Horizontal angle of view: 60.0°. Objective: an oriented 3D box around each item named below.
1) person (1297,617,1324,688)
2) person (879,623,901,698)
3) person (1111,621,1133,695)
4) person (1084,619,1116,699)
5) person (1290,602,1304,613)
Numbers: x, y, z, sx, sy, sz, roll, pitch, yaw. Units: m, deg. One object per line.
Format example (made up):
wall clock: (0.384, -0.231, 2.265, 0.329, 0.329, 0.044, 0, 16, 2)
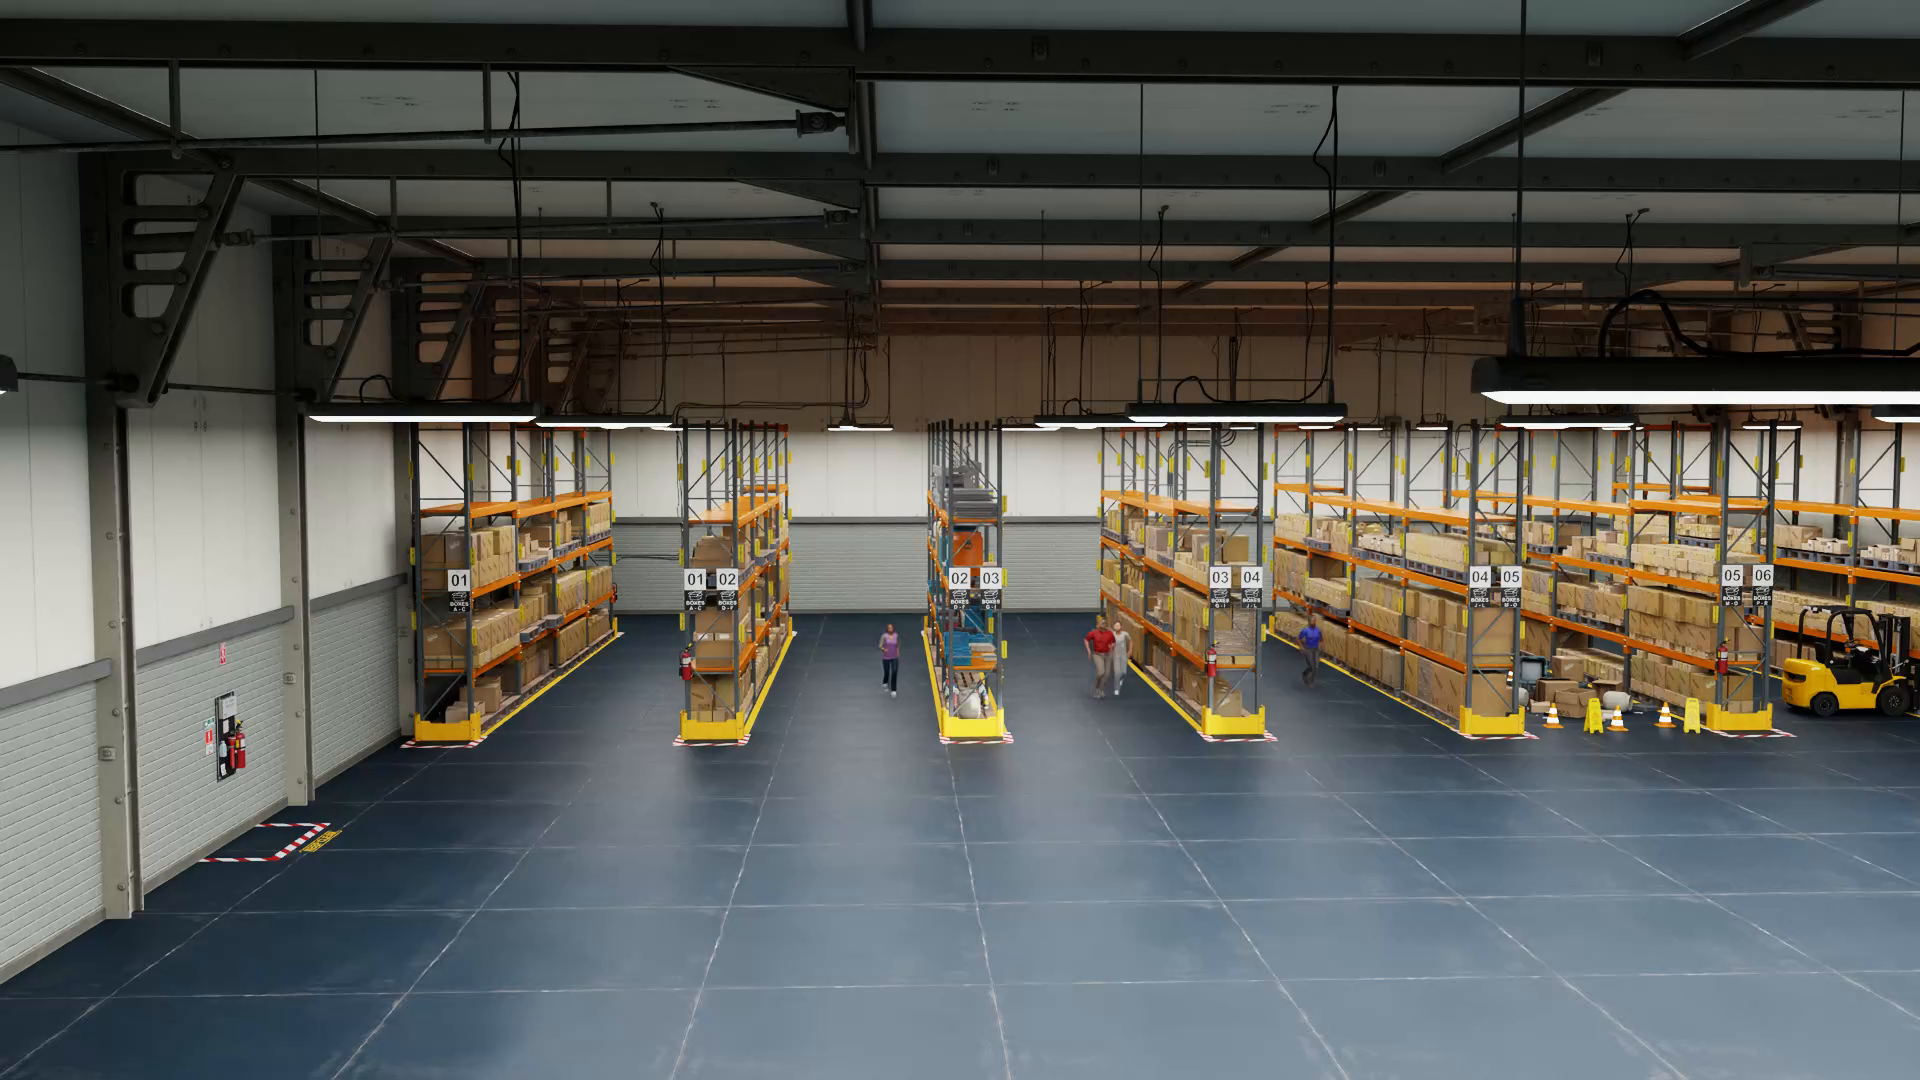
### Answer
person: (7.904, 2.533, 37.289, 0.573, 1.617, 0.547, -1, 4, -12)
person: (-1.535, 2.597, 36.344, 0.516, 1.605, 0.855, -1, 4, -11)
person: (3.503, 2.583, 36.541, 0.584, 1.637, 0.626, 0, 4, 5)
person: (3.073, 2.574, 35.914, 0.636, 1.747, 0.713, -1, 4, -17)
person: (9.906, 1.711, 48.844, 0.915, 1.747, 0.729, 2, 4, 30)
